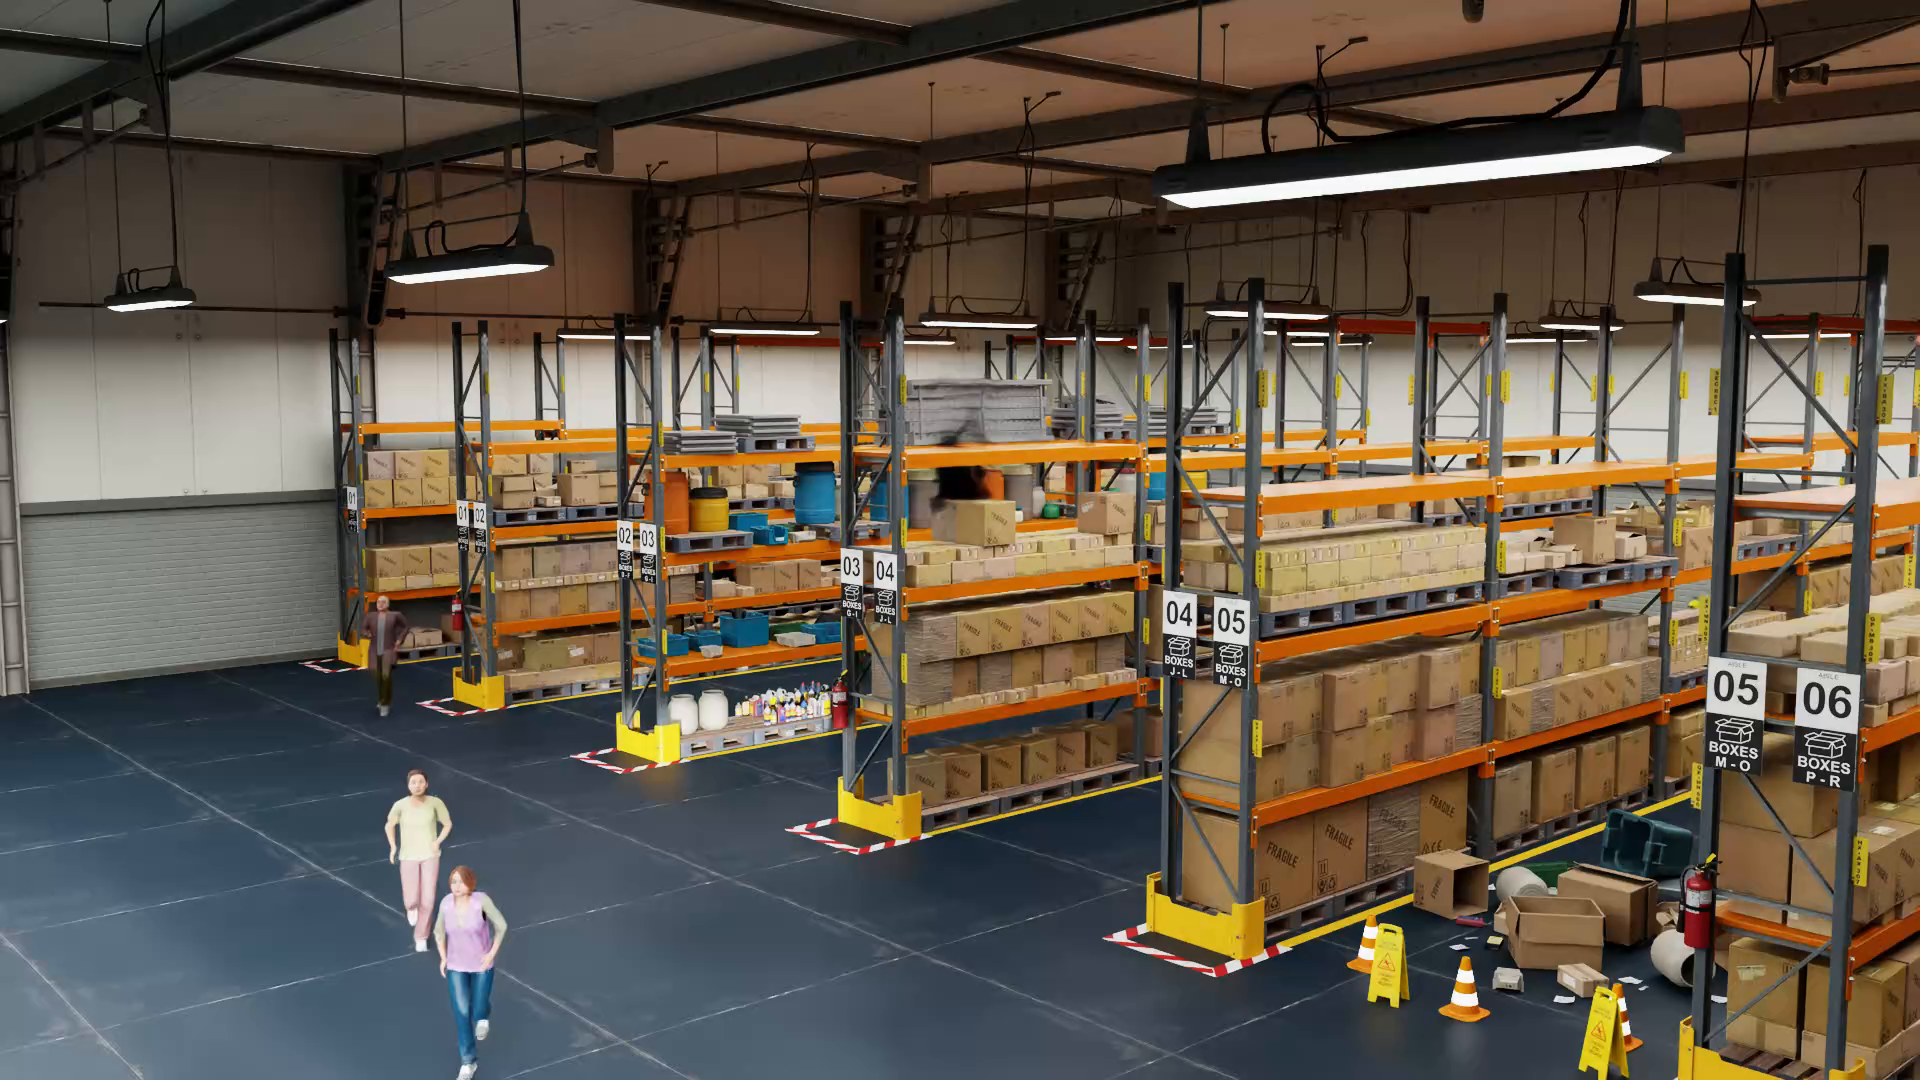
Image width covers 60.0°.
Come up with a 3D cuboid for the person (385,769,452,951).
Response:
[{"bbox_3d":[-4.902,2.877,15.094,0.582,1.629,0.561,-2,6,-18],"label":"person"}]

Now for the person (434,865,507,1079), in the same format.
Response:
[{"bbox_3d":[-3.636,3.167,12.401,0.540,1.596,0.674,0,6,-5],"label":"person"}]

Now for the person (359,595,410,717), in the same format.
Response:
[{"bbox_3d":[-8.843,1.766,25.486,0.708,1.844,0.741,0,6,0],"label":"person"}]

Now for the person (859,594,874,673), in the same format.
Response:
[{"bbox_3d":[-1.644,1.452,28.265,0.669,1.798,0.943,5,7,40],"label":"person"}]

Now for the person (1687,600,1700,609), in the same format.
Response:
[{"bbox_3d":[11.328,1.781,25.685,0.702,1.723,0.607,6,8,44],"label":"person"}]
